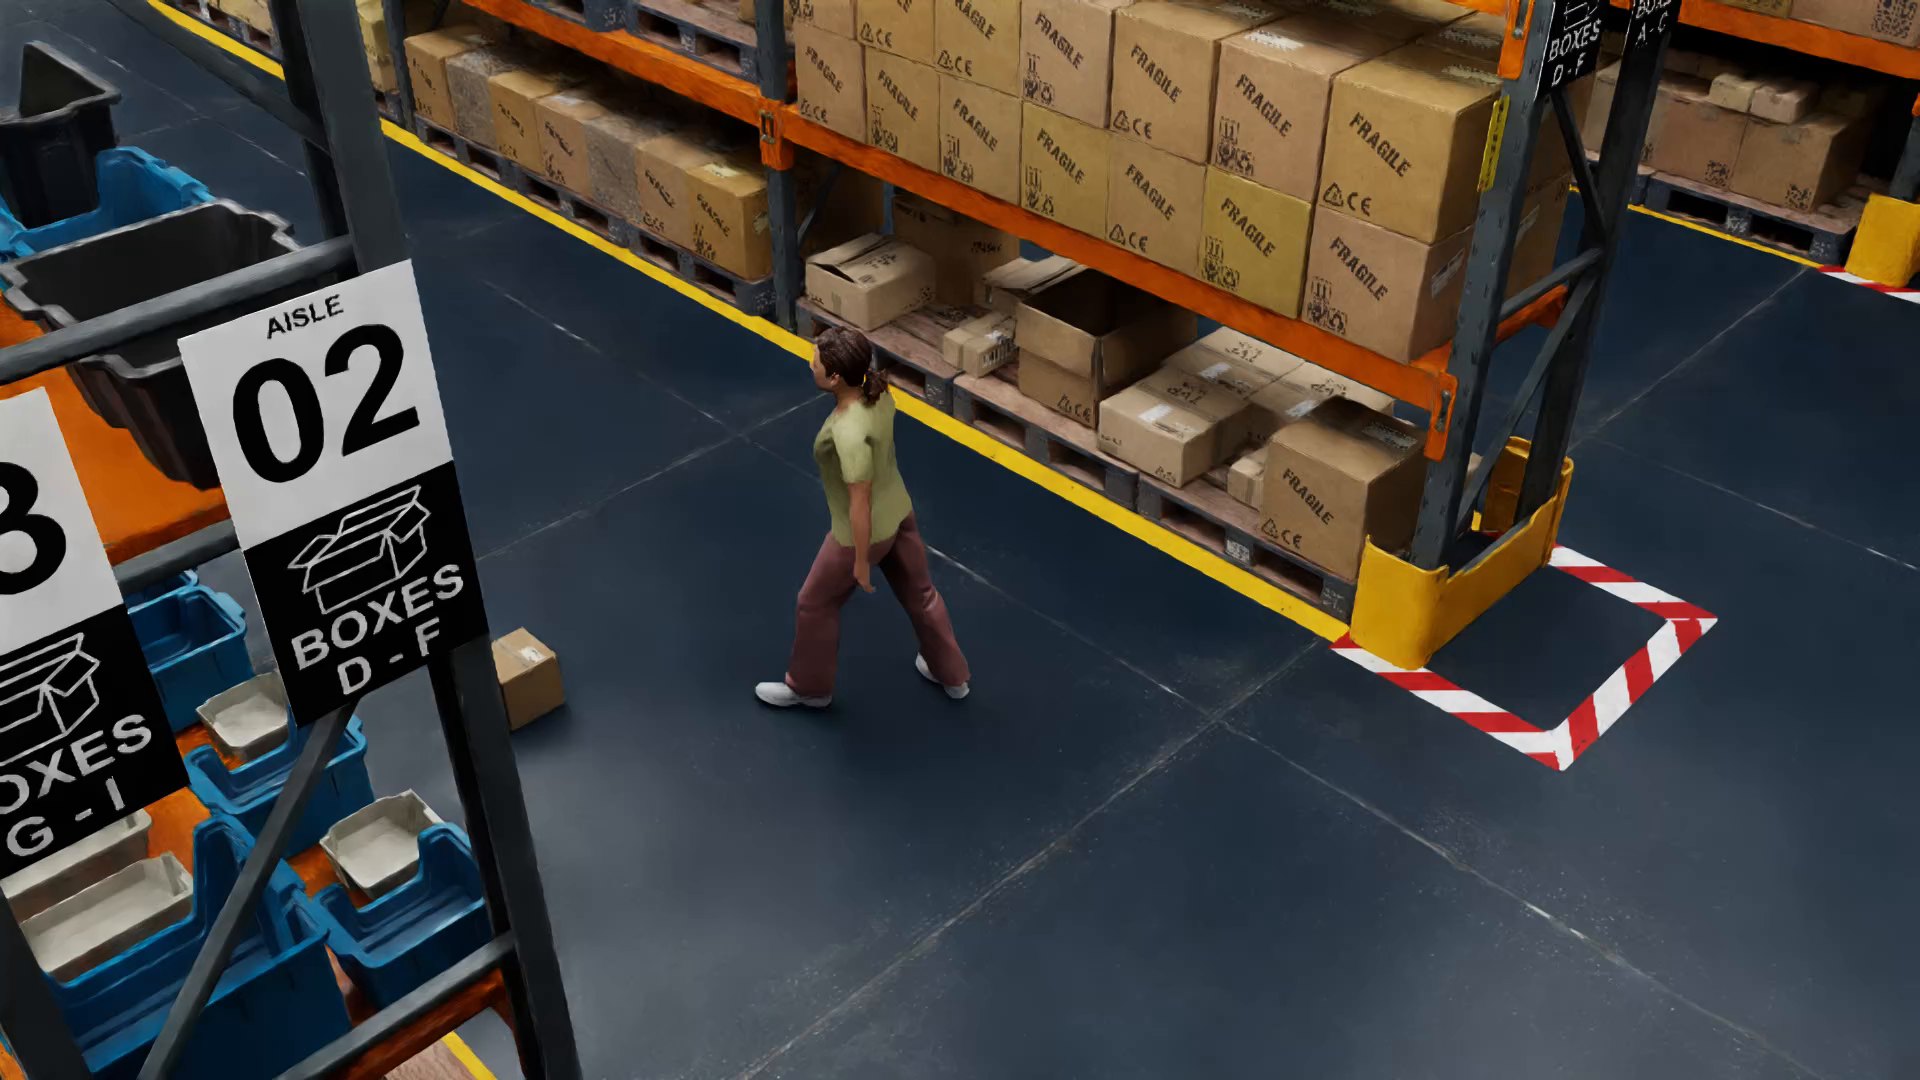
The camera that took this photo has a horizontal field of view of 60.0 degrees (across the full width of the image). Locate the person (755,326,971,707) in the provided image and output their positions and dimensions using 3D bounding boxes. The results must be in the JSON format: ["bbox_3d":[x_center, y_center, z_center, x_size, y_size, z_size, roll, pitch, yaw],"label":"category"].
[{"bbox_3d":[-0.369,-0.061,6.252,0.798,1.631,0.526,13,38,17],"label":"person"}]
